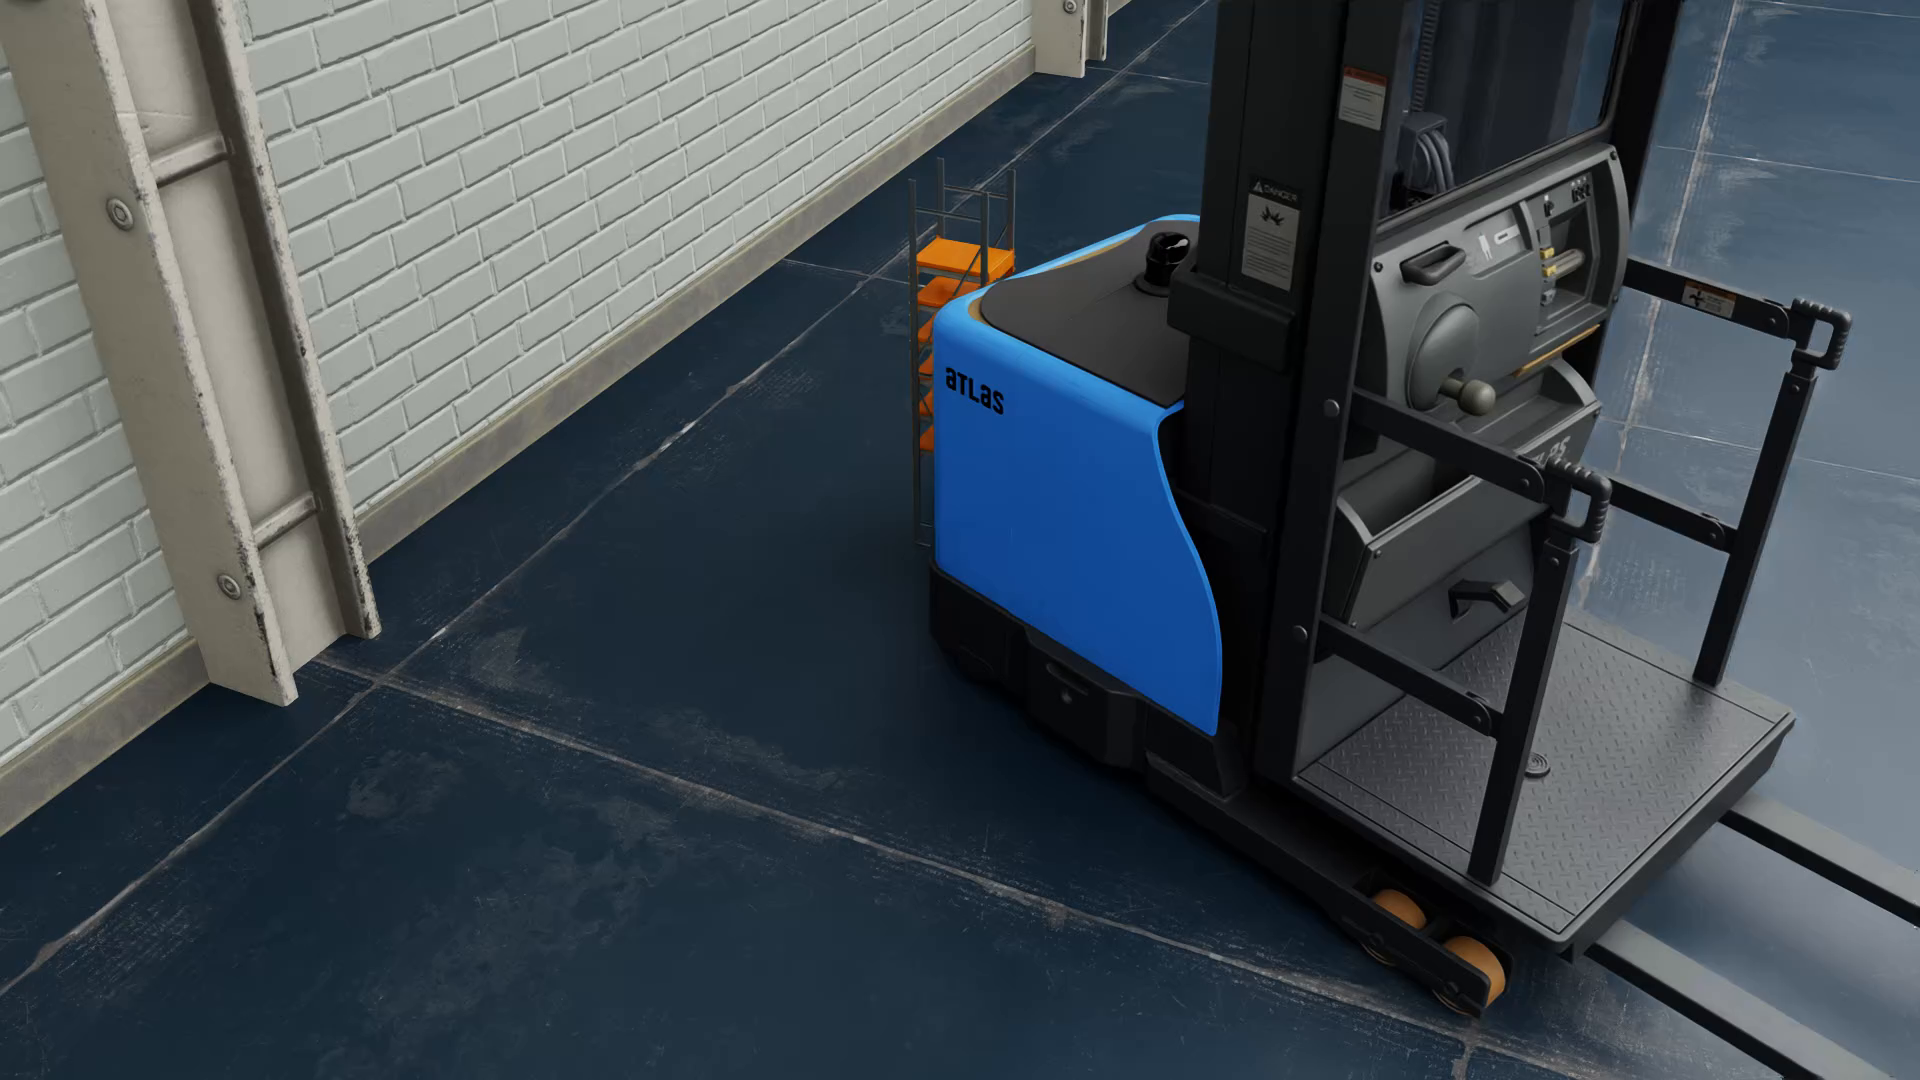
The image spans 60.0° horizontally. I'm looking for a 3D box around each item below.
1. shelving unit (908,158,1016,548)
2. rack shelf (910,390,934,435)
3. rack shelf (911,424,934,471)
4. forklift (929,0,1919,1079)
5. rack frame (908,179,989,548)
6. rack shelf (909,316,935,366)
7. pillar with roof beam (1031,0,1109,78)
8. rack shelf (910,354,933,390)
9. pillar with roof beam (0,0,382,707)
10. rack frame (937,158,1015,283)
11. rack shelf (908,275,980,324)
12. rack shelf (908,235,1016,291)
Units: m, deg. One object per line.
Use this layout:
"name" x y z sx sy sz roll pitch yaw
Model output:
"shelving unit" 0.006 -0.509 4.932 0.258 1.200 0.189 14 36 20
"rack shelf" 0.006 -0.371 5.022 0.258 0.103 0.180 14 36 20
"rack shelf" 0.006 -0.271 5.088 0.258 0.103 0.180 14 36 20
"forklift" 1.285 -0.504 3.345 1.130 2.935 3.031 -27 42 -35
"rack frame" -0.032 -0.463 4.862 0.240 1.200 0.006 14 36 20
"rack shelf" 0.006 -0.572 4.891 0.258 0.103 0.180 14 36 20
"pillar with roof beam" 4.515 -5.440 5.340 9.100 9.000 0.400 14 36 20
"rack shelf" 0.006 -0.472 4.956 0.258 0.103 0.180 14 36 20
"pillar with roof beam" 2.005 -2.452 0.783 9.100 9.000 0.400 14 36 20
"rack frame" 0.044 -0.555 5.001 0.240 1.200 0.006 14 36 20
"rack shelf" 0.006 -0.673 4.825 0.258 0.103 0.180 14 36 20
"rack shelf" 0.006 -0.773 4.759 0.258 0.103 0.180 14 36 20
